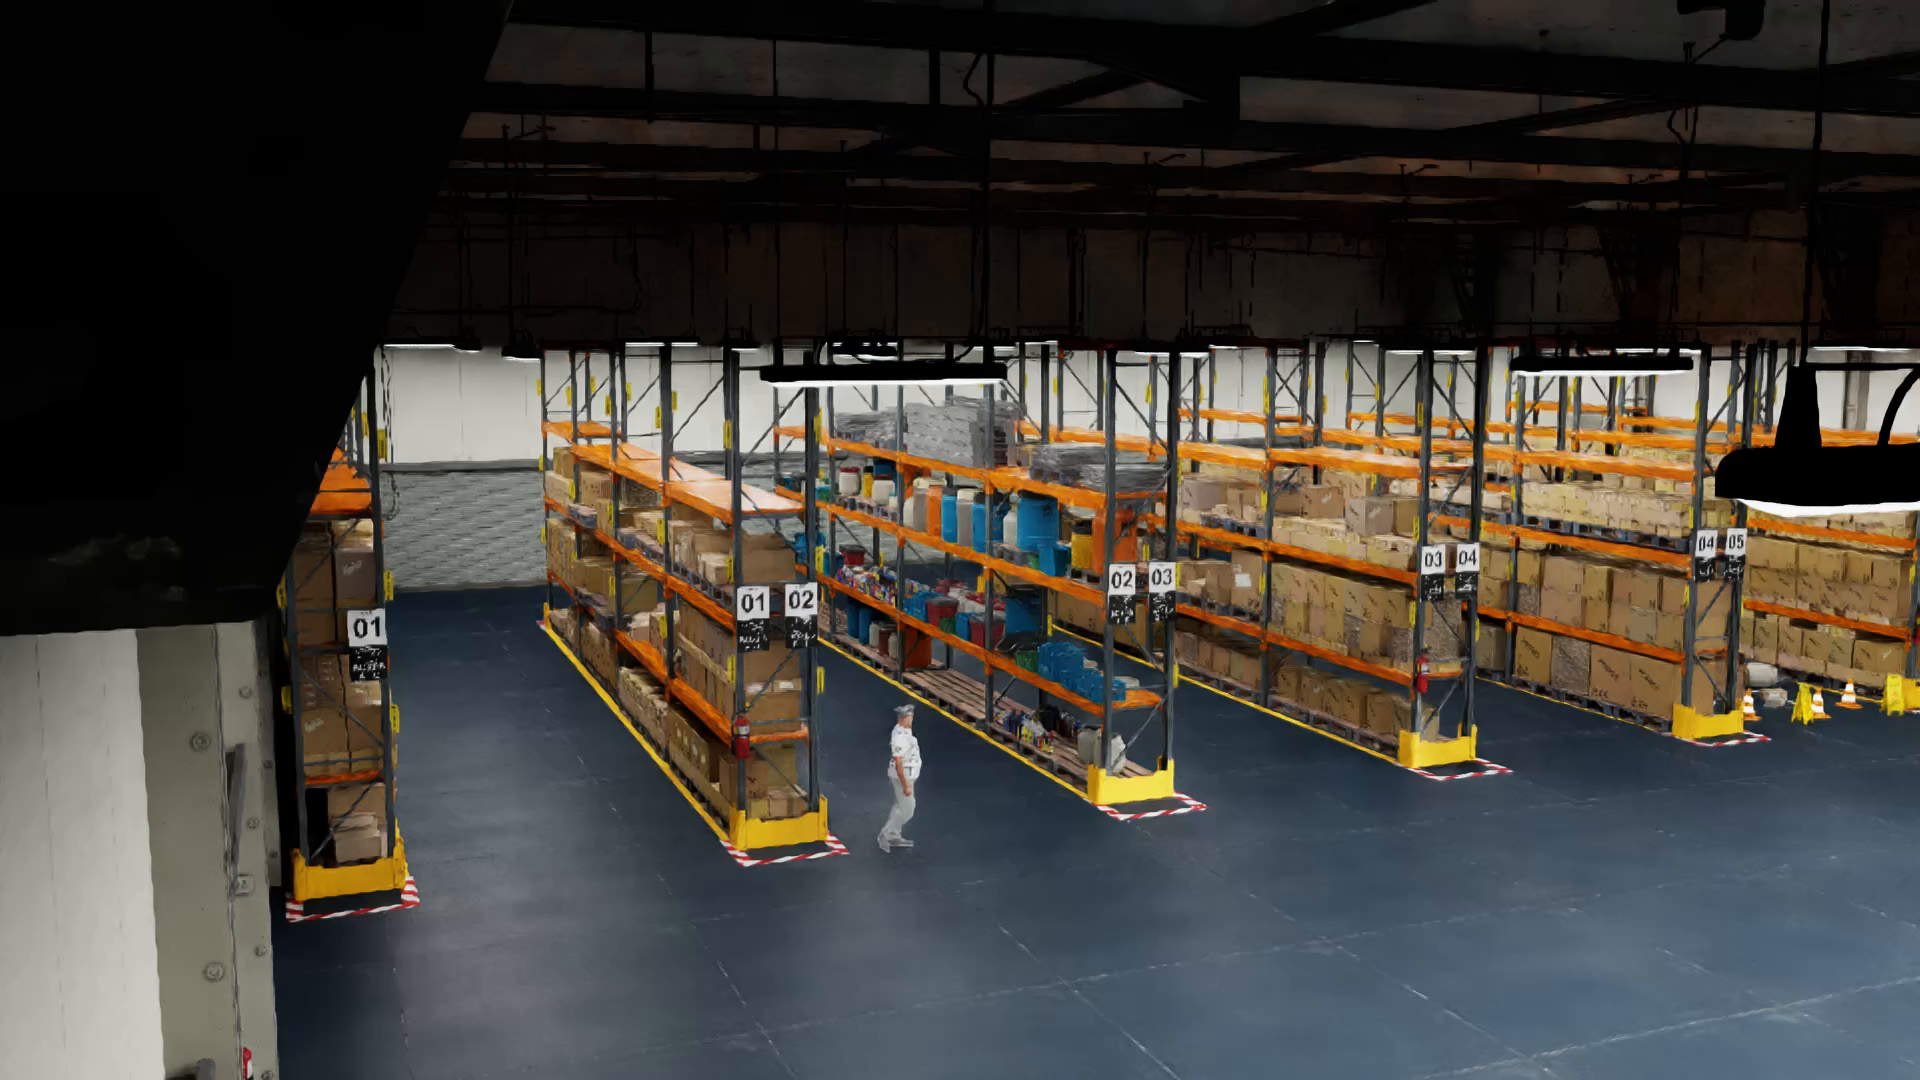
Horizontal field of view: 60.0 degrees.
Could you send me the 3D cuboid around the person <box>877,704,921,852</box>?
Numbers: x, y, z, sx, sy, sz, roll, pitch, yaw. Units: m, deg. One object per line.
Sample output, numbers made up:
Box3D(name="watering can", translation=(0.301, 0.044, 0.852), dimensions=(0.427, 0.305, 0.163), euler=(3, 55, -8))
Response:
Box3D(name="person", translation=(-0.719, 2.865, 20.009), dimensions=(0.474, 1.739, 0.712), euler=(1, 7, 6))
